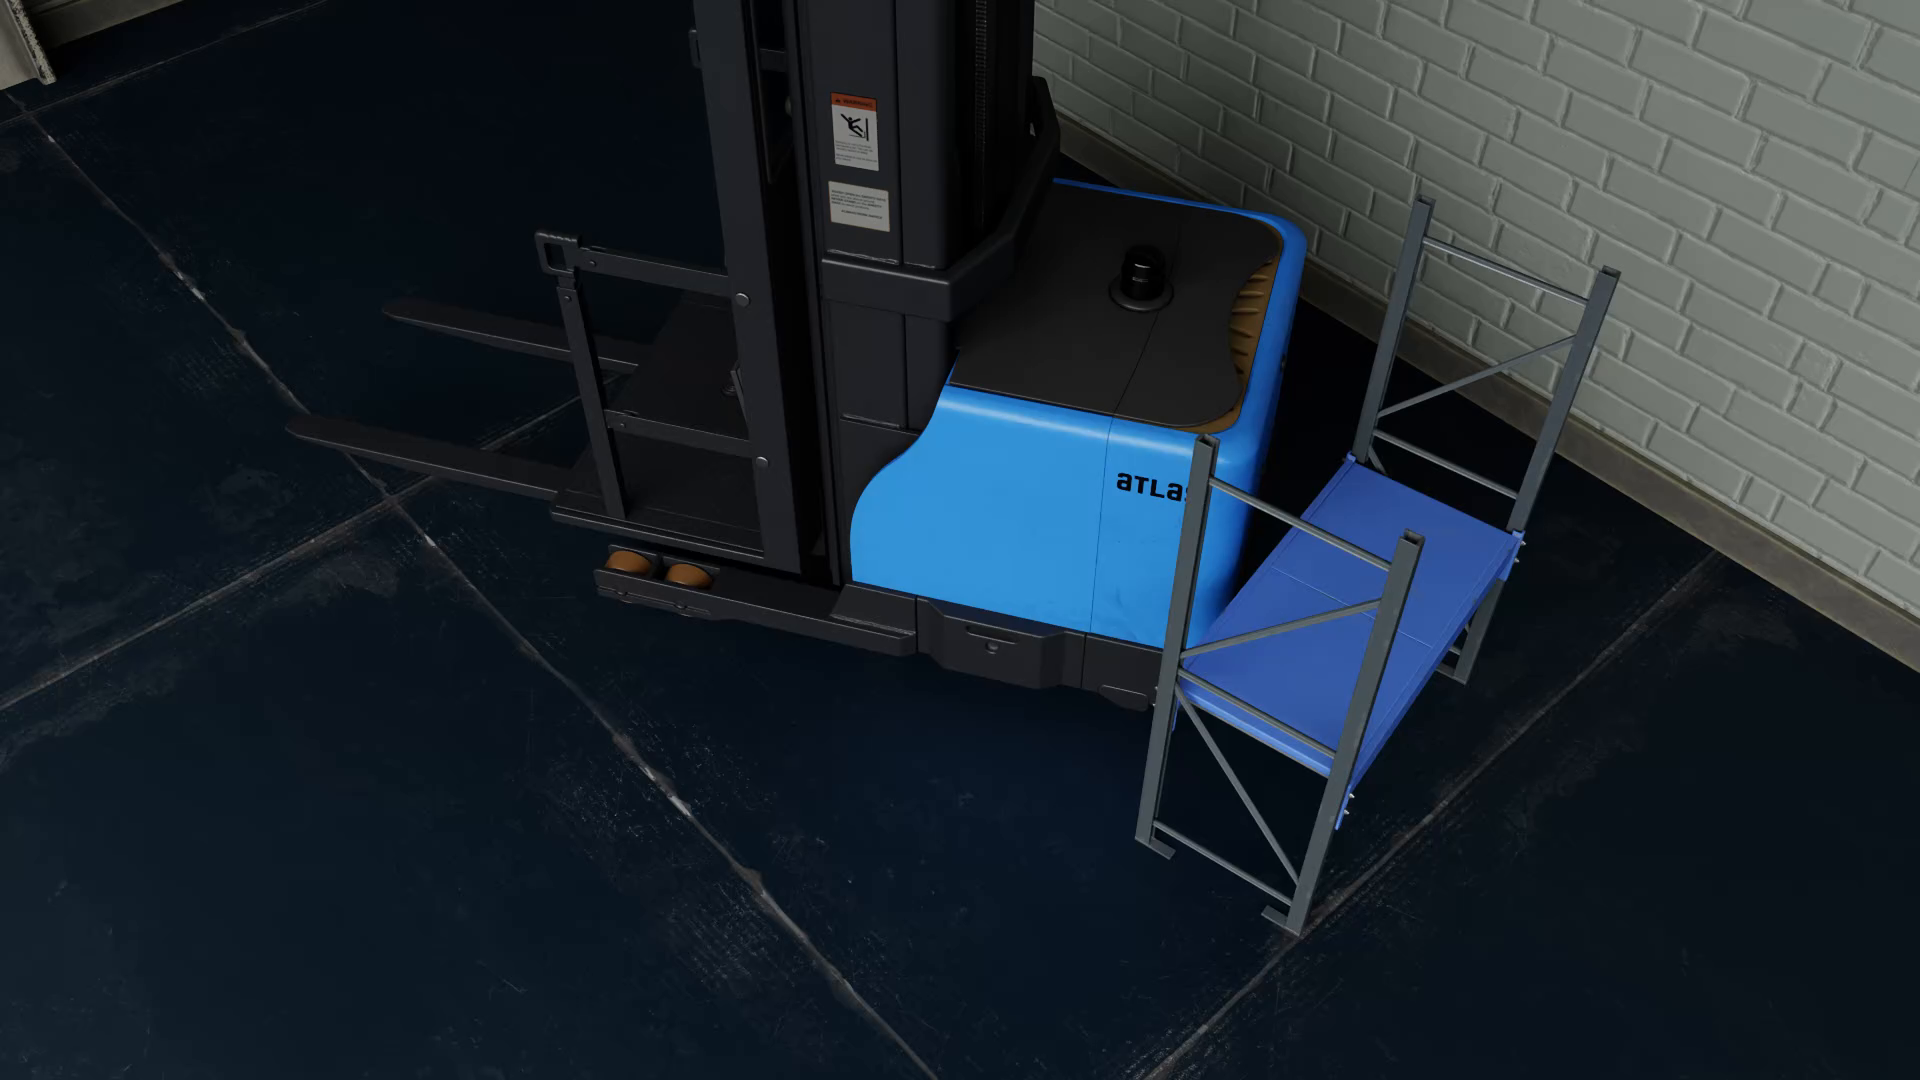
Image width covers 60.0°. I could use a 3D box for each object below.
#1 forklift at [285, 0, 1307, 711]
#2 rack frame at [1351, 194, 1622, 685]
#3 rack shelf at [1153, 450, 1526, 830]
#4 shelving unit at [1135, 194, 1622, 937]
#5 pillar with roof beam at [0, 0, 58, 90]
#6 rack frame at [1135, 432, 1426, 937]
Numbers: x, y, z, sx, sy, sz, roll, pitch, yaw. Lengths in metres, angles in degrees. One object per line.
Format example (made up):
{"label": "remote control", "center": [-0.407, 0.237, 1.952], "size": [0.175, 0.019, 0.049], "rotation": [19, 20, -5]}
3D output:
{"label": "forklift", "center": [-0.598, -1.122, 4.291], "size": [3.031, 2.935, 1.130], "rotation": [12, 48, 11]}
{"label": "rack frame", "center": [1.286, -0.201, 4.413], "size": [0.500, 1.500, 0.032], "rotation": [28, 53, 23]}
{"label": "rack shelf", "center": [0.986, 0.222, 4.267], "size": [0.538, 0.185, 1.000], "rotation": [28, 53, 23]}
{"label": "shelving unit", "center": [0.986, 0.101, 4.135], "size": [0.538, 1.500, 1.048], "rotation": [28, 53, 23]}
{"label": "pillar with roof beam", "center": [-1.176, -2.645, 1.567], "size": [0.400, 9.000, 9.100], "rotation": [-34, 56, -27]}
{"label": "rack frame", "center": [0.687, 0.402, 3.856], "size": [0.500, 1.500, 0.032], "rotation": [28, 53, 23]}
